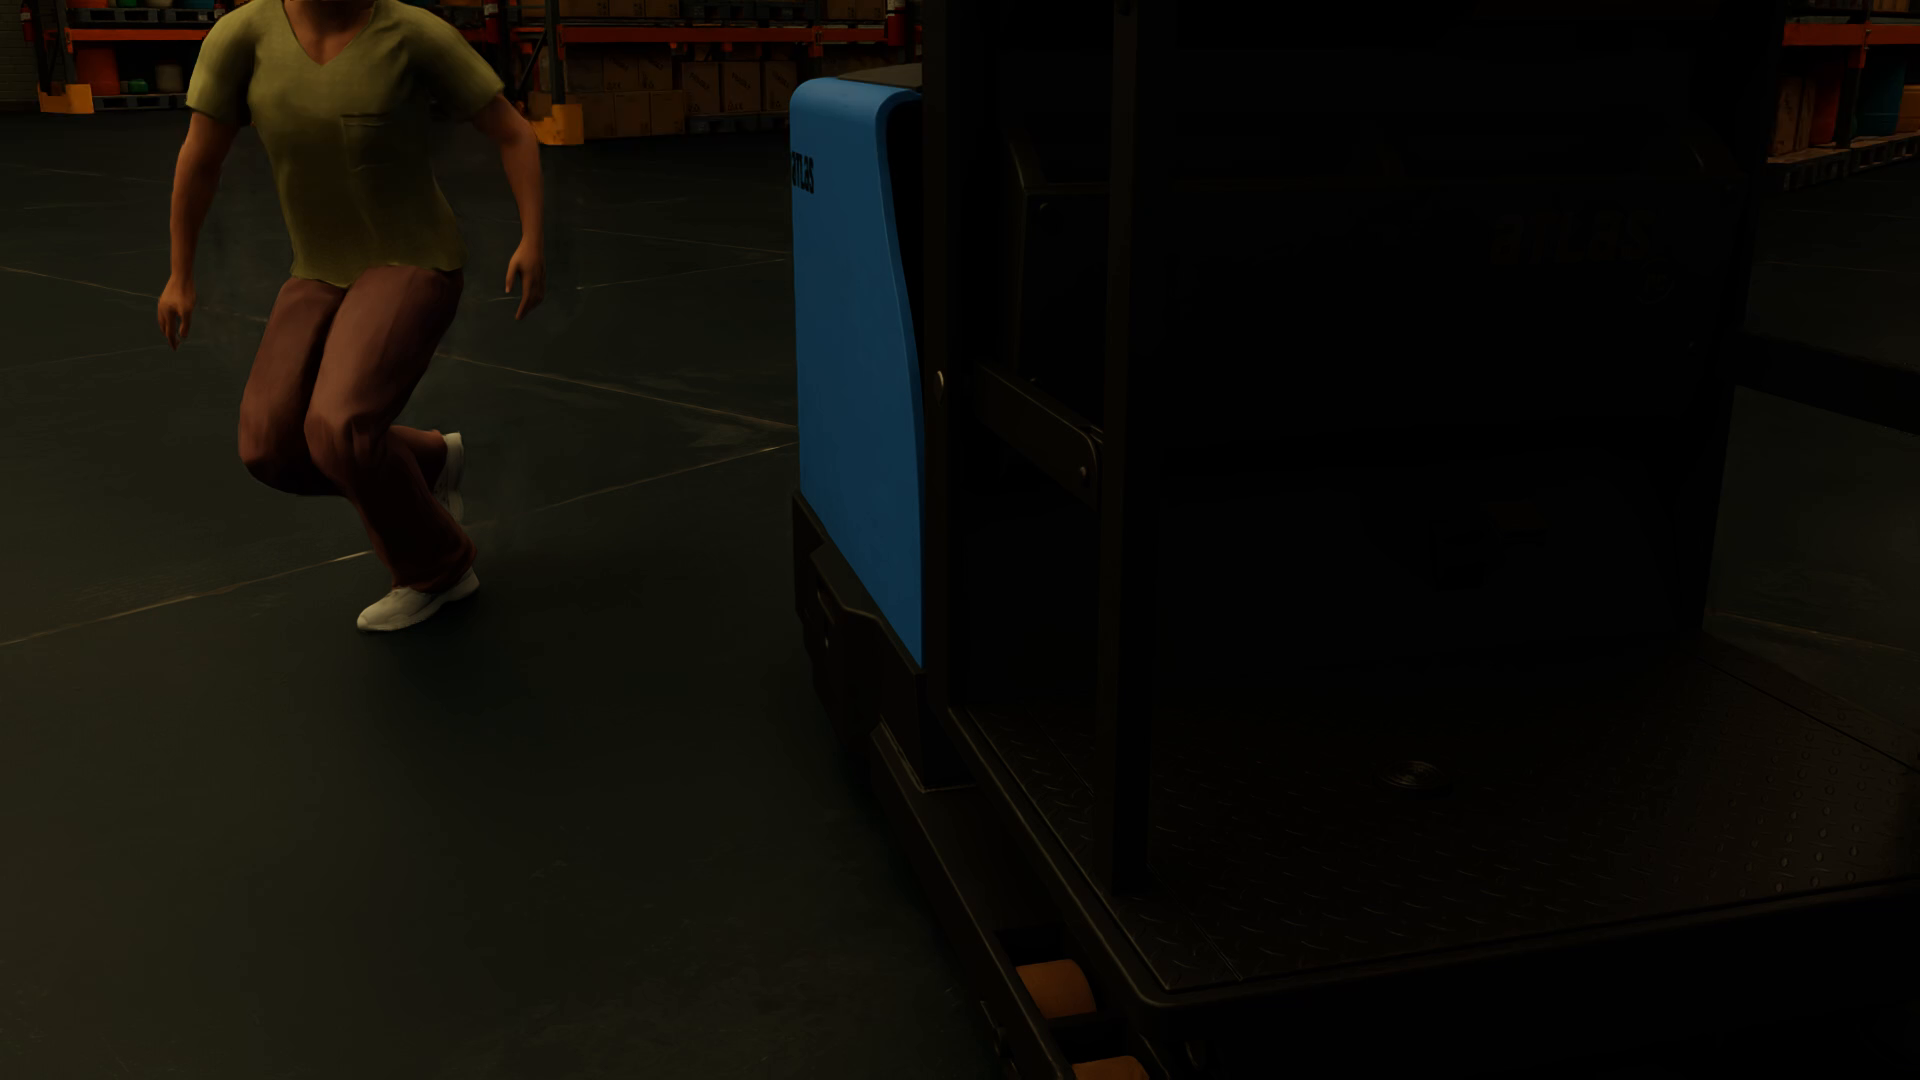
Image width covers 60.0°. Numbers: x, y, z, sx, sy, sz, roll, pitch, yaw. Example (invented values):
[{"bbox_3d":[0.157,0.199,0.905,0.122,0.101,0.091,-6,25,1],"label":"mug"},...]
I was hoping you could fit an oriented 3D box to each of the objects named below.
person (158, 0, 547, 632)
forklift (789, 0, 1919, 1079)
[{"bbox_3d":[-1.175,-0.564,3.315,0.740,1.472,0.631,3,17,10],"label":"person"},{"bbox_3d":[0.559,-0.838,1.658,1.130,2.935,3.031,-5,17,-15],"label":"forklift"}]
